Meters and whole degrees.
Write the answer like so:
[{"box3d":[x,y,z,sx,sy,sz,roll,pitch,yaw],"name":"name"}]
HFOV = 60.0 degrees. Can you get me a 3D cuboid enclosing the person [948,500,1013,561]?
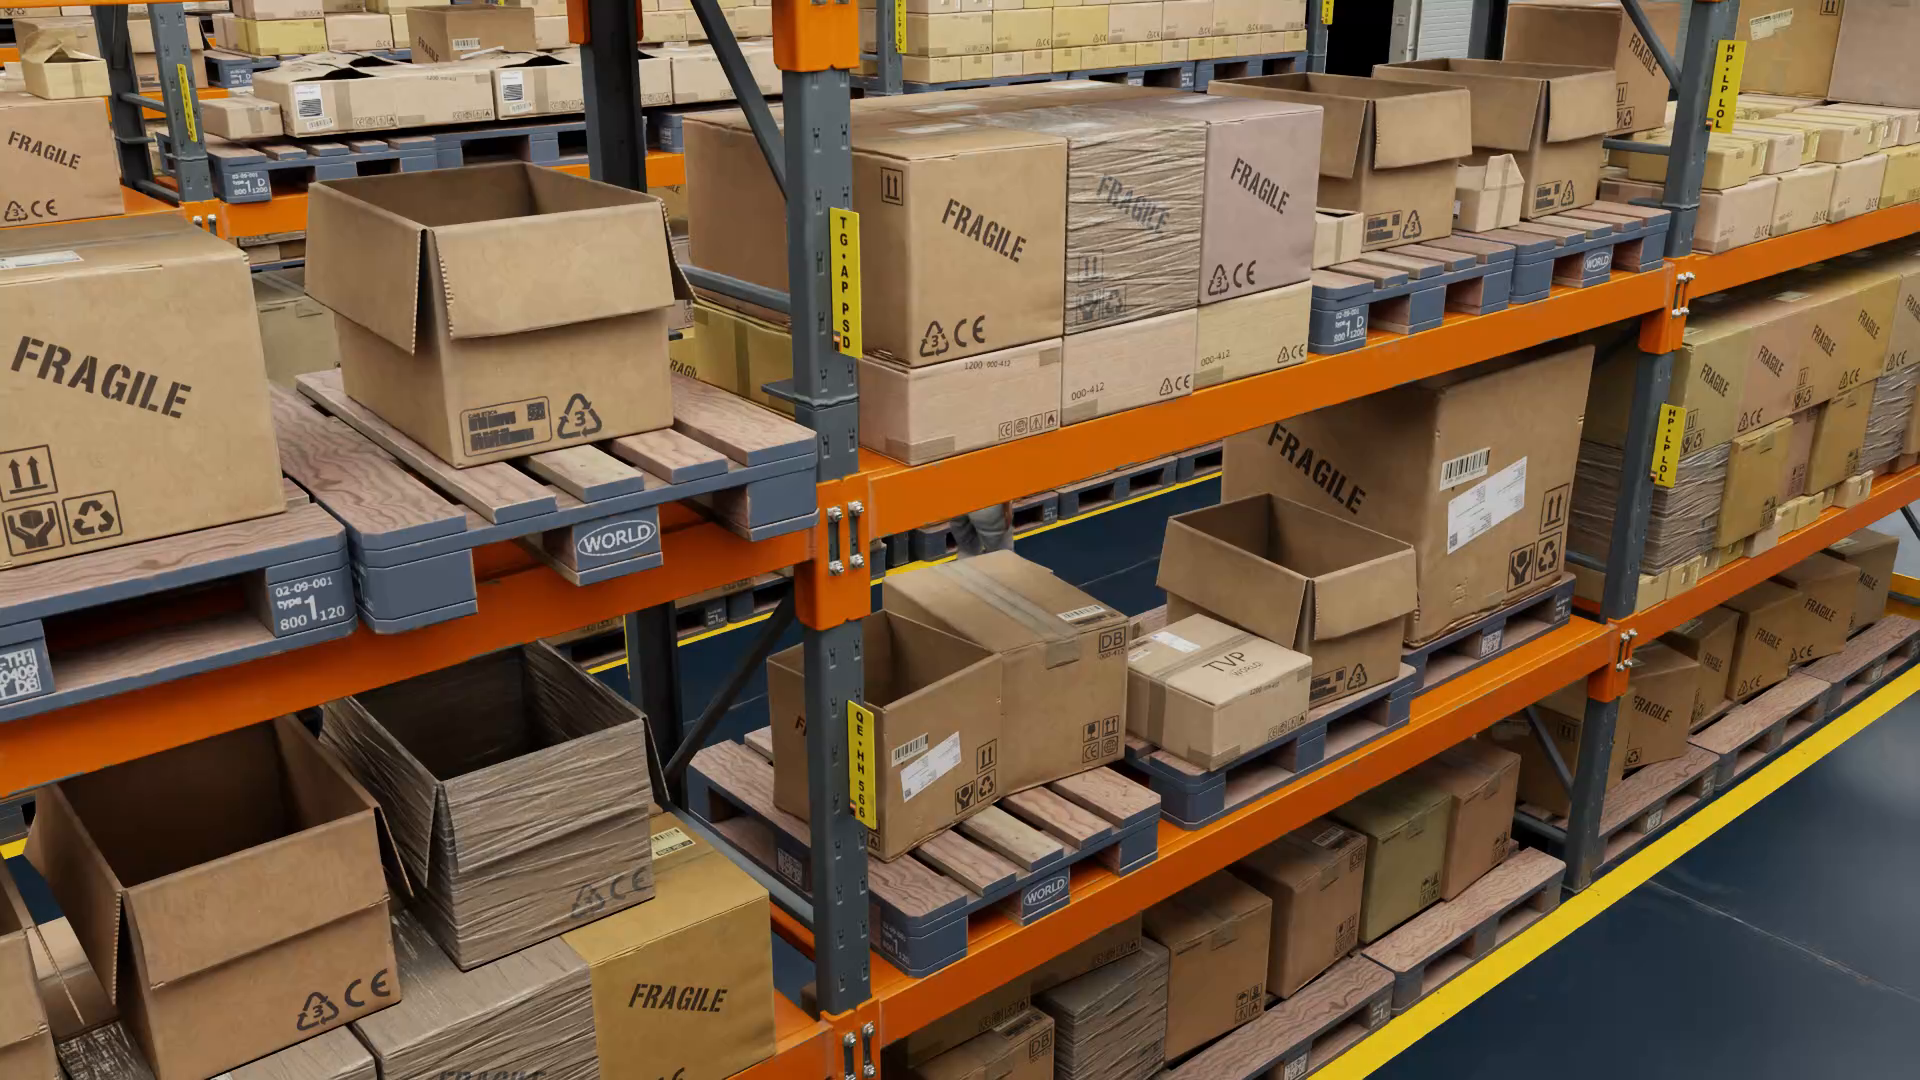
[{"box3d":[0.106,-0.203,9.702,0.486,1.711,0.388,17,27,37],"name":"person"}]
